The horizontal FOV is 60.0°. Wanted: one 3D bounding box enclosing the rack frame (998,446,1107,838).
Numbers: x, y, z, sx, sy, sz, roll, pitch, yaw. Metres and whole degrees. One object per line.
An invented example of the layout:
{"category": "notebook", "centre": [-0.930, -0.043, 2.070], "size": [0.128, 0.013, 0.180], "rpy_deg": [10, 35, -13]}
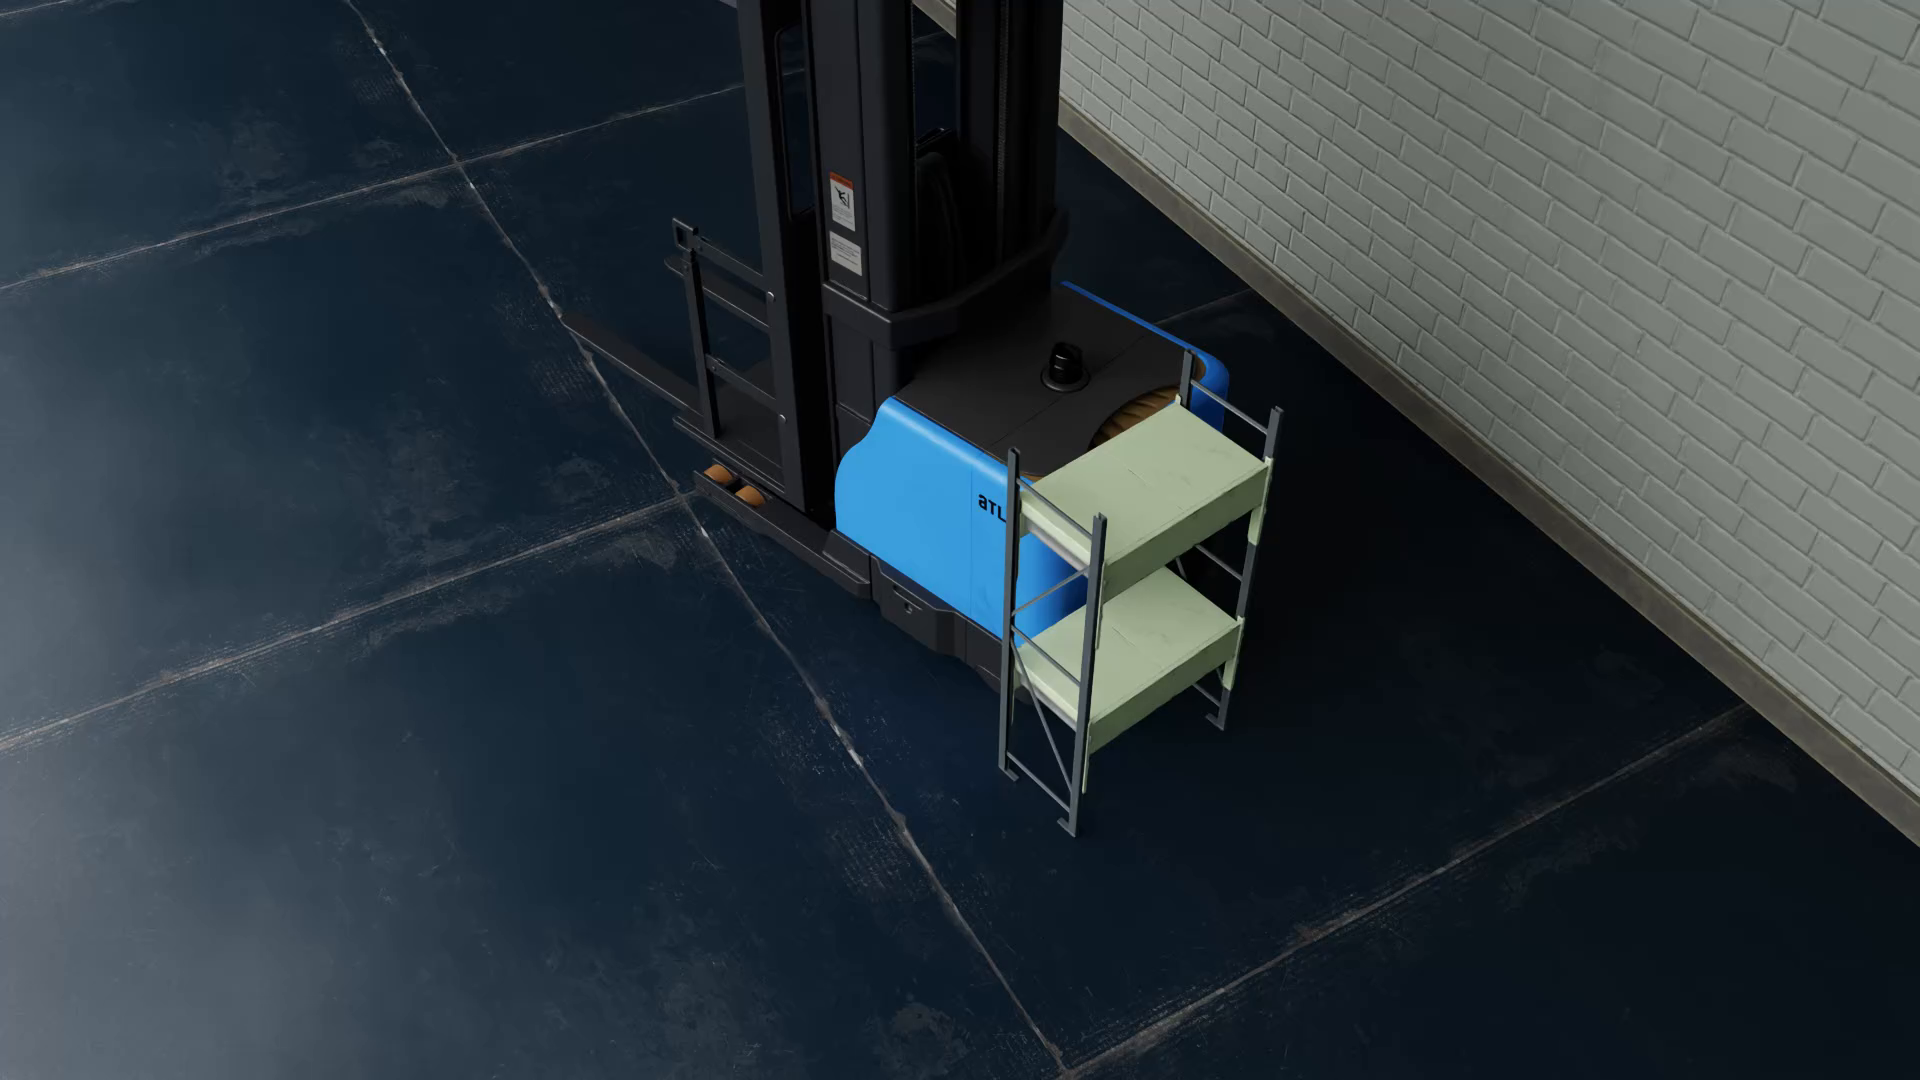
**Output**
{"category": "rack frame", "centre": [0.275, 0.373, 5.287], "size": [0.023, 1.500, 0.400], "rpy_deg": [-30, 52, -27]}

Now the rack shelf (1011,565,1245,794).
{"category": "rack shelf", "centre": [0.555, 0.443, 5.683], "size": [0.720, 0.370, 0.431], "rpy_deg": [-30, 52, -27]}

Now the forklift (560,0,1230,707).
{"category": "forklift", "centre": [-0.458, -1.345, 6.032], "size": [3.031, 2.935, 1.130], "rpy_deg": [33, 53, 29]}

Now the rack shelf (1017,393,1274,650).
{"category": "rack shelf", "centre": [0.557, -0.069, 5.183], "size": [0.720, 0.370, 0.431], "rpy_deg": [-30, 52, -27]}

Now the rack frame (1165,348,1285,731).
{"category": "rack frame", "centre": [0.837, 0.046, 5.624], "size": [0.023, 1.500, 0.400], "rpy_deg": [-30, 52, -27]}

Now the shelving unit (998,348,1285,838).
{"category": "shelving unit", "centre": [0.556, 0.210, 5.456], "size": [0.755, 1.500, 0.431], "rpy_deg": [-30, 52, -27]}
